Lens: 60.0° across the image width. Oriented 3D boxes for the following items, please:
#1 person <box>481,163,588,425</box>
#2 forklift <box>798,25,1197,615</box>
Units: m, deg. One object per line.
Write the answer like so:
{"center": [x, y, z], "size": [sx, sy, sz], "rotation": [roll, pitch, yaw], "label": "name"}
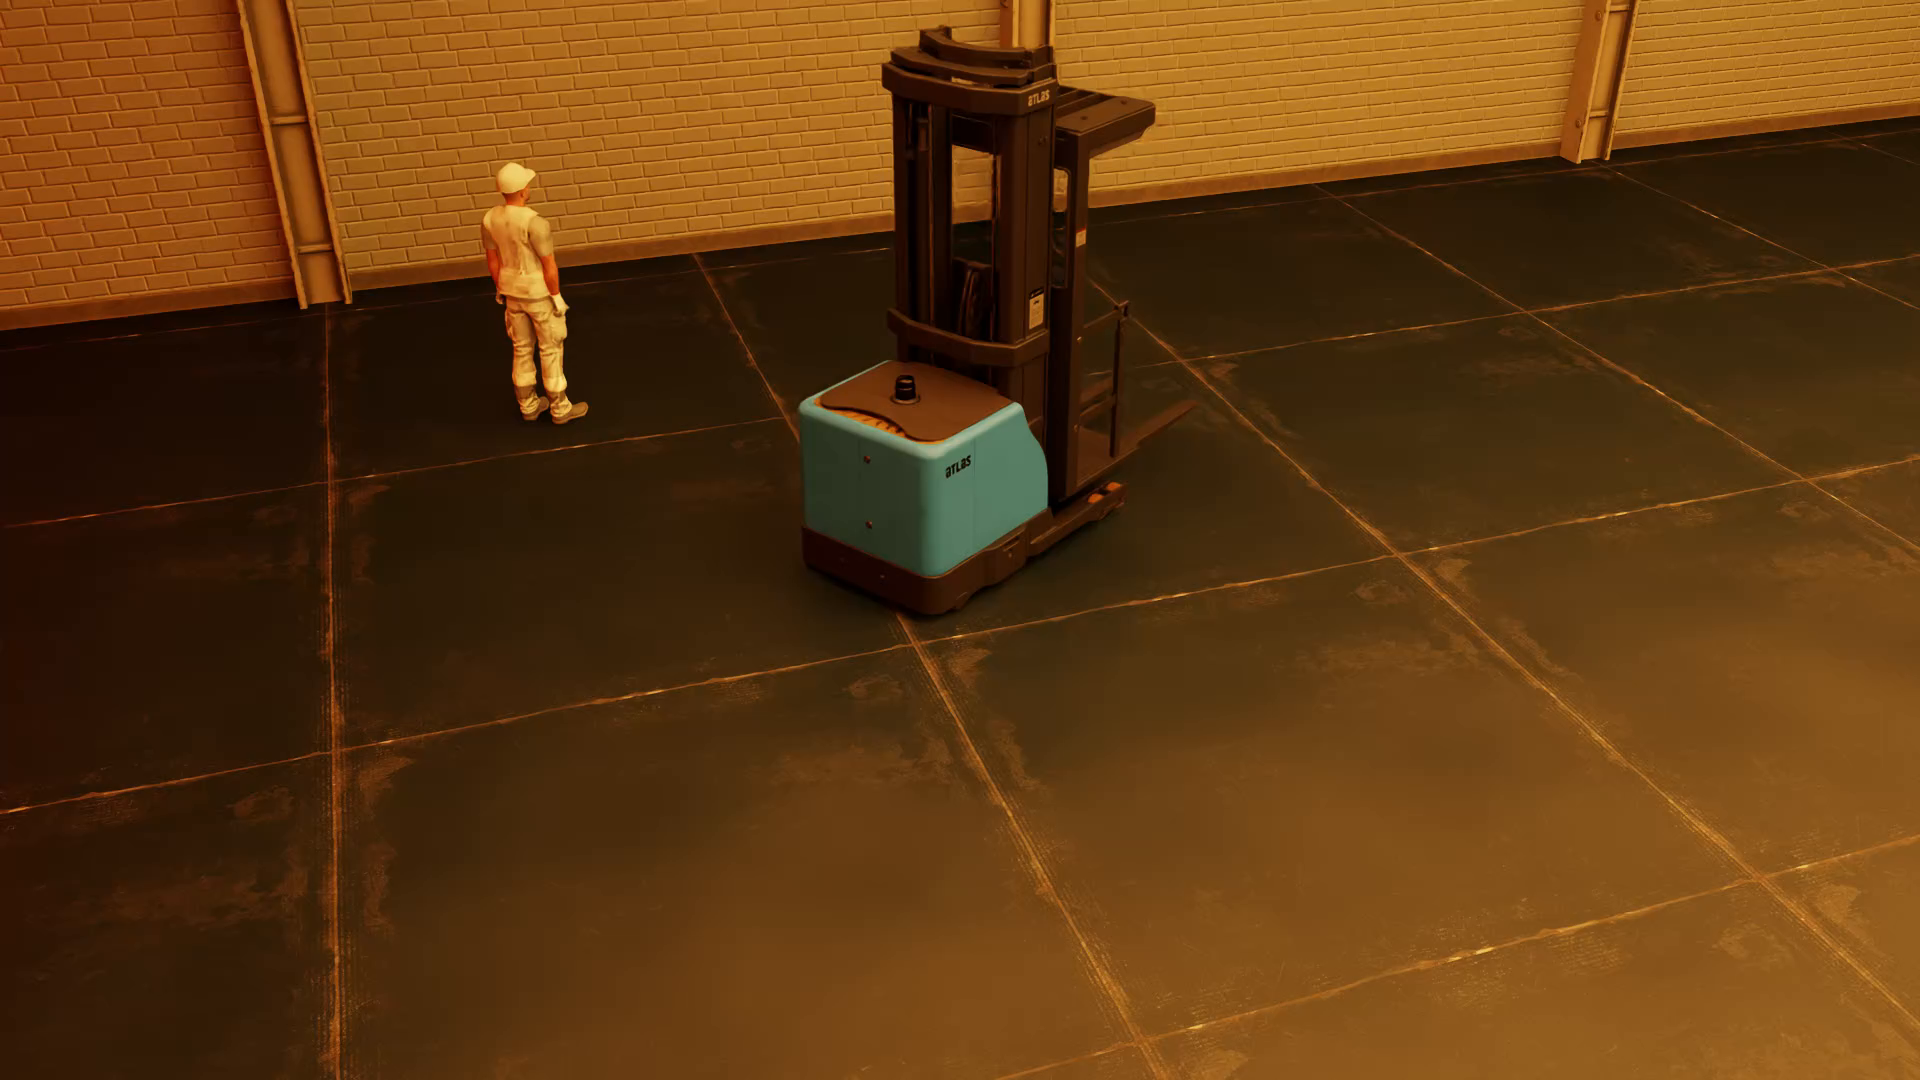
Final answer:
{"center": [-2.854, -1.640, 11.082], "size": [0.532, 1.796, 0.358], "rotation": [11, 32, 18], "label": "person"}
{"center": [0.395, -1.526, 9.739], "size": [1.130, 2.935, 3.031], "rotation": [22, 36, 33], "label": "forklift"}
